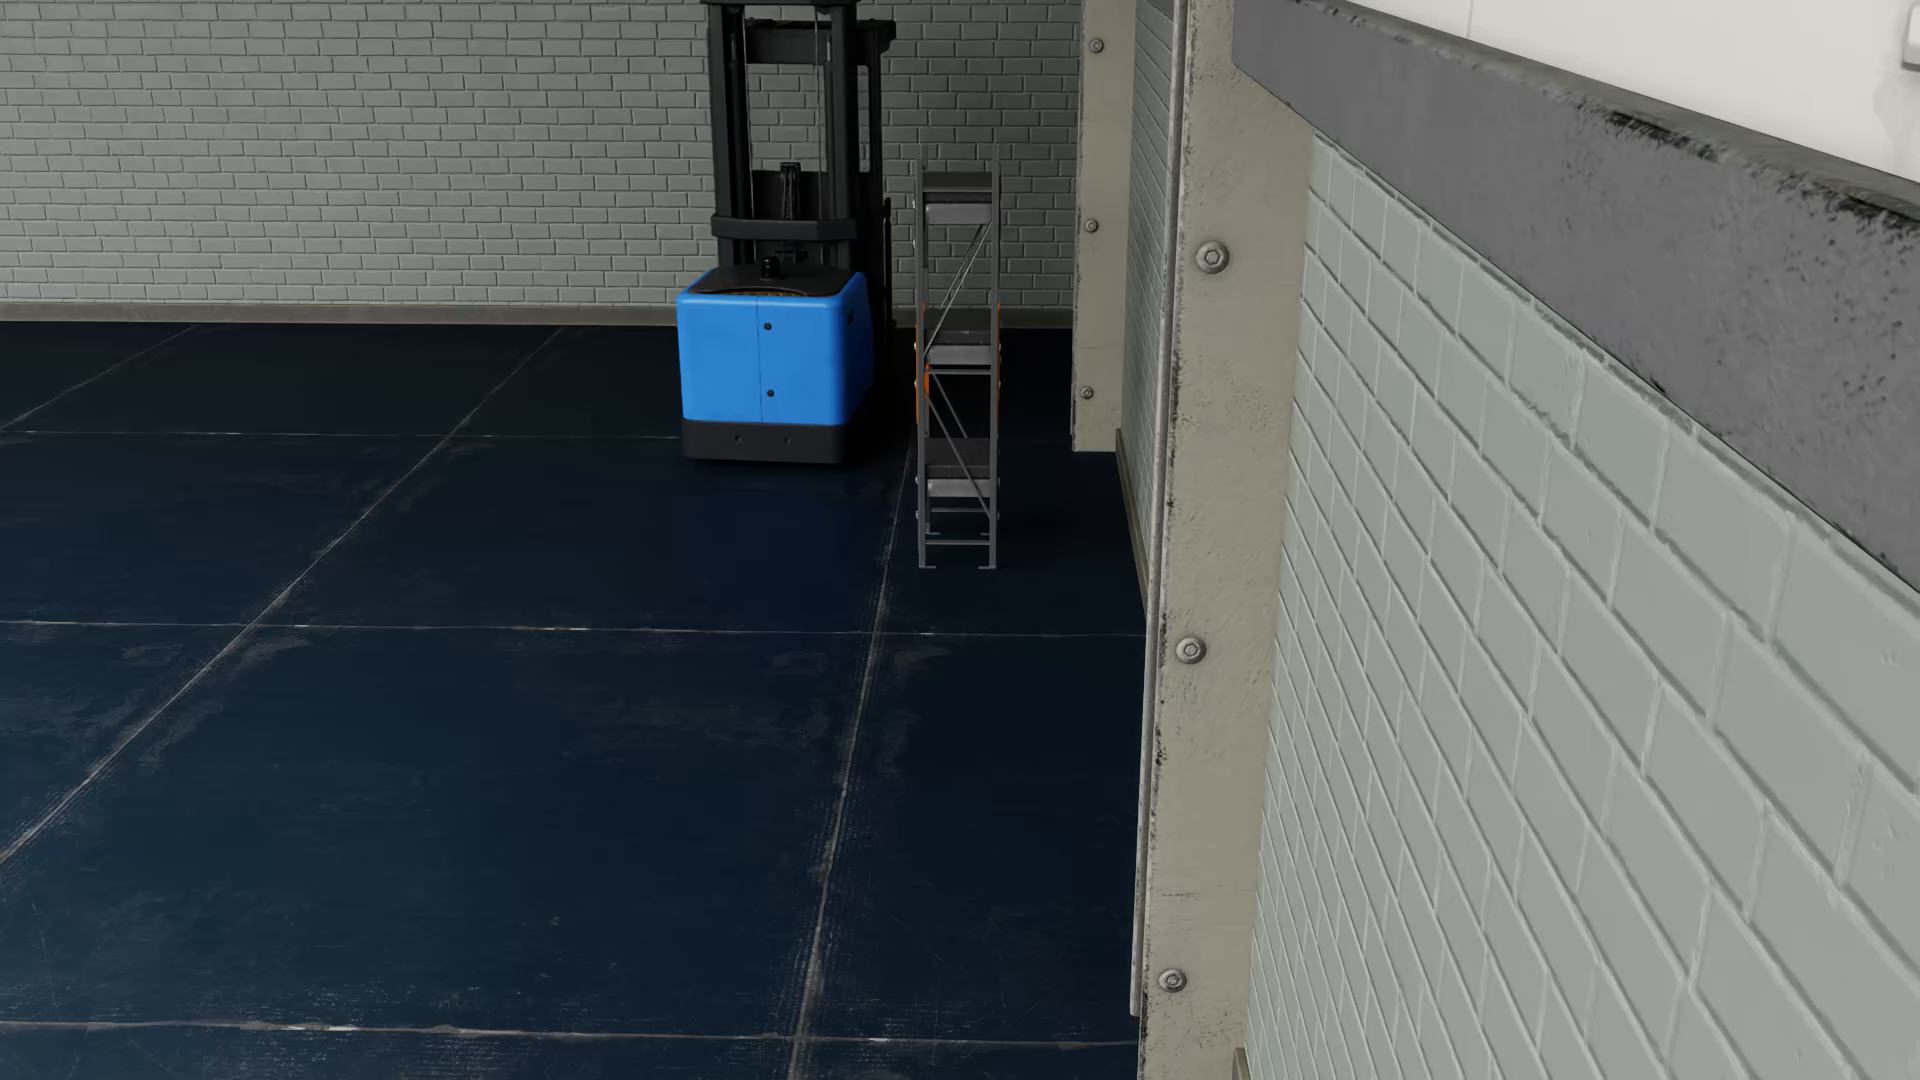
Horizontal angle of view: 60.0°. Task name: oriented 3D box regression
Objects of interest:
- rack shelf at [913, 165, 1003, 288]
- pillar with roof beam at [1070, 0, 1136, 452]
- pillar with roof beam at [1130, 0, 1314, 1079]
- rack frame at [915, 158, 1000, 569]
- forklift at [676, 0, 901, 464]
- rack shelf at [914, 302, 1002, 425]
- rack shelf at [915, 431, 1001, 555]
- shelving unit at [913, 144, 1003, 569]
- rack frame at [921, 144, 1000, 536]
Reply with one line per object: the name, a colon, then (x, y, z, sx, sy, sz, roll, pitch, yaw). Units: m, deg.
rack shelf: (-0.005, -1.559, 8.247, 0.431, 0.518, 0.480, 1, 21, 2)
pillar with roof beam: (-3.436, -4.873, 9.147, 9.100, 9.000, 0.400, 1, 21, 2)
pillar with roof beam: (-3.619, -2.703, 3.556, 9.100, 9.000, 0.400, 1, 21, 2)
rack frame: (-0.012, -0.831, 8.267, 0.400, 2.100, 0.015, 1, 21, 2)
forklift: (-1.009, -2.319, 10.953, 1.130, 2.935, 3.031, 2, 21, 6)
rack shelf: (-0.005, -0.906, 8.500, 0.431, 0.518, 0.480, 1, 21, 2)
rack shelf: (-0.005, -0.254, 8.753, 0.431, 0.518, 0.480, 1, 21, 2)
shelving unit: (-0.005, -0.919, 8.495, 0.431, 2.100, 0.503, 1, 21, 2)
rack frame: (0.002, -1.007, 8.722, 0.400, 2.100, 0.015, 1, 21, 2)
